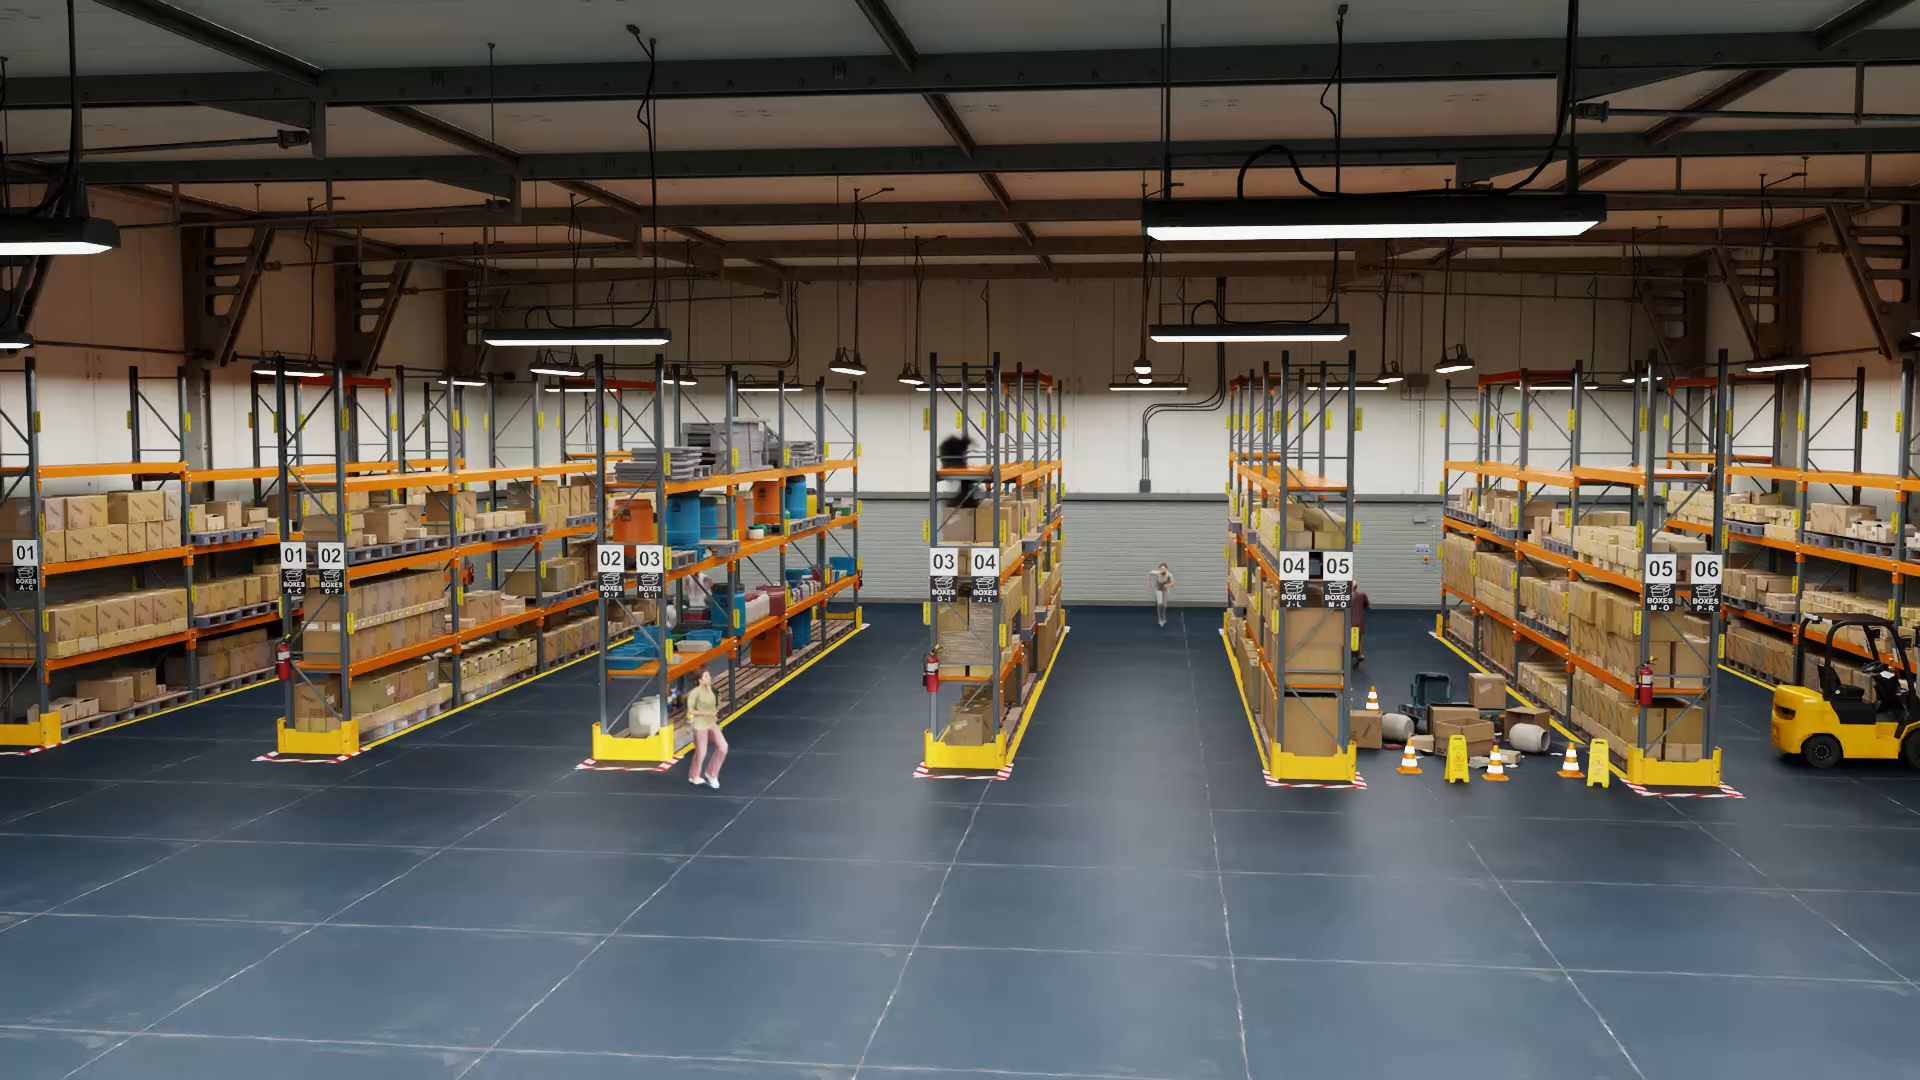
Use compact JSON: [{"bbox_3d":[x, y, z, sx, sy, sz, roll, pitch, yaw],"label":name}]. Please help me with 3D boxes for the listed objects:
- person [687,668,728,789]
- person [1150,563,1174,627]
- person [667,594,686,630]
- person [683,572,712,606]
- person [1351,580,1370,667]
[{"bbox_3d":[-3.517,2.576,22.692,0.662,1.679,0.554,3,5,37],"label":"person"},{"bbox_3d":[4.967,1.344,40.976,0.598,1.610,0.958,0,4,4],"label":"person"},{"bbox_3d":[-5.678,1.858,33.179,0.611,1.610,0.668,-1,4,-10],"label":"person"},{"bbox_3d":[-6.160,1.390,38.942,0.633,1.702,0.737,0,4,3],"label":"person"},{"bbox_3d":[8.164,1.704,34.149,0.675,1.746,0.927,-1,4,-9],"label":"person"}]
